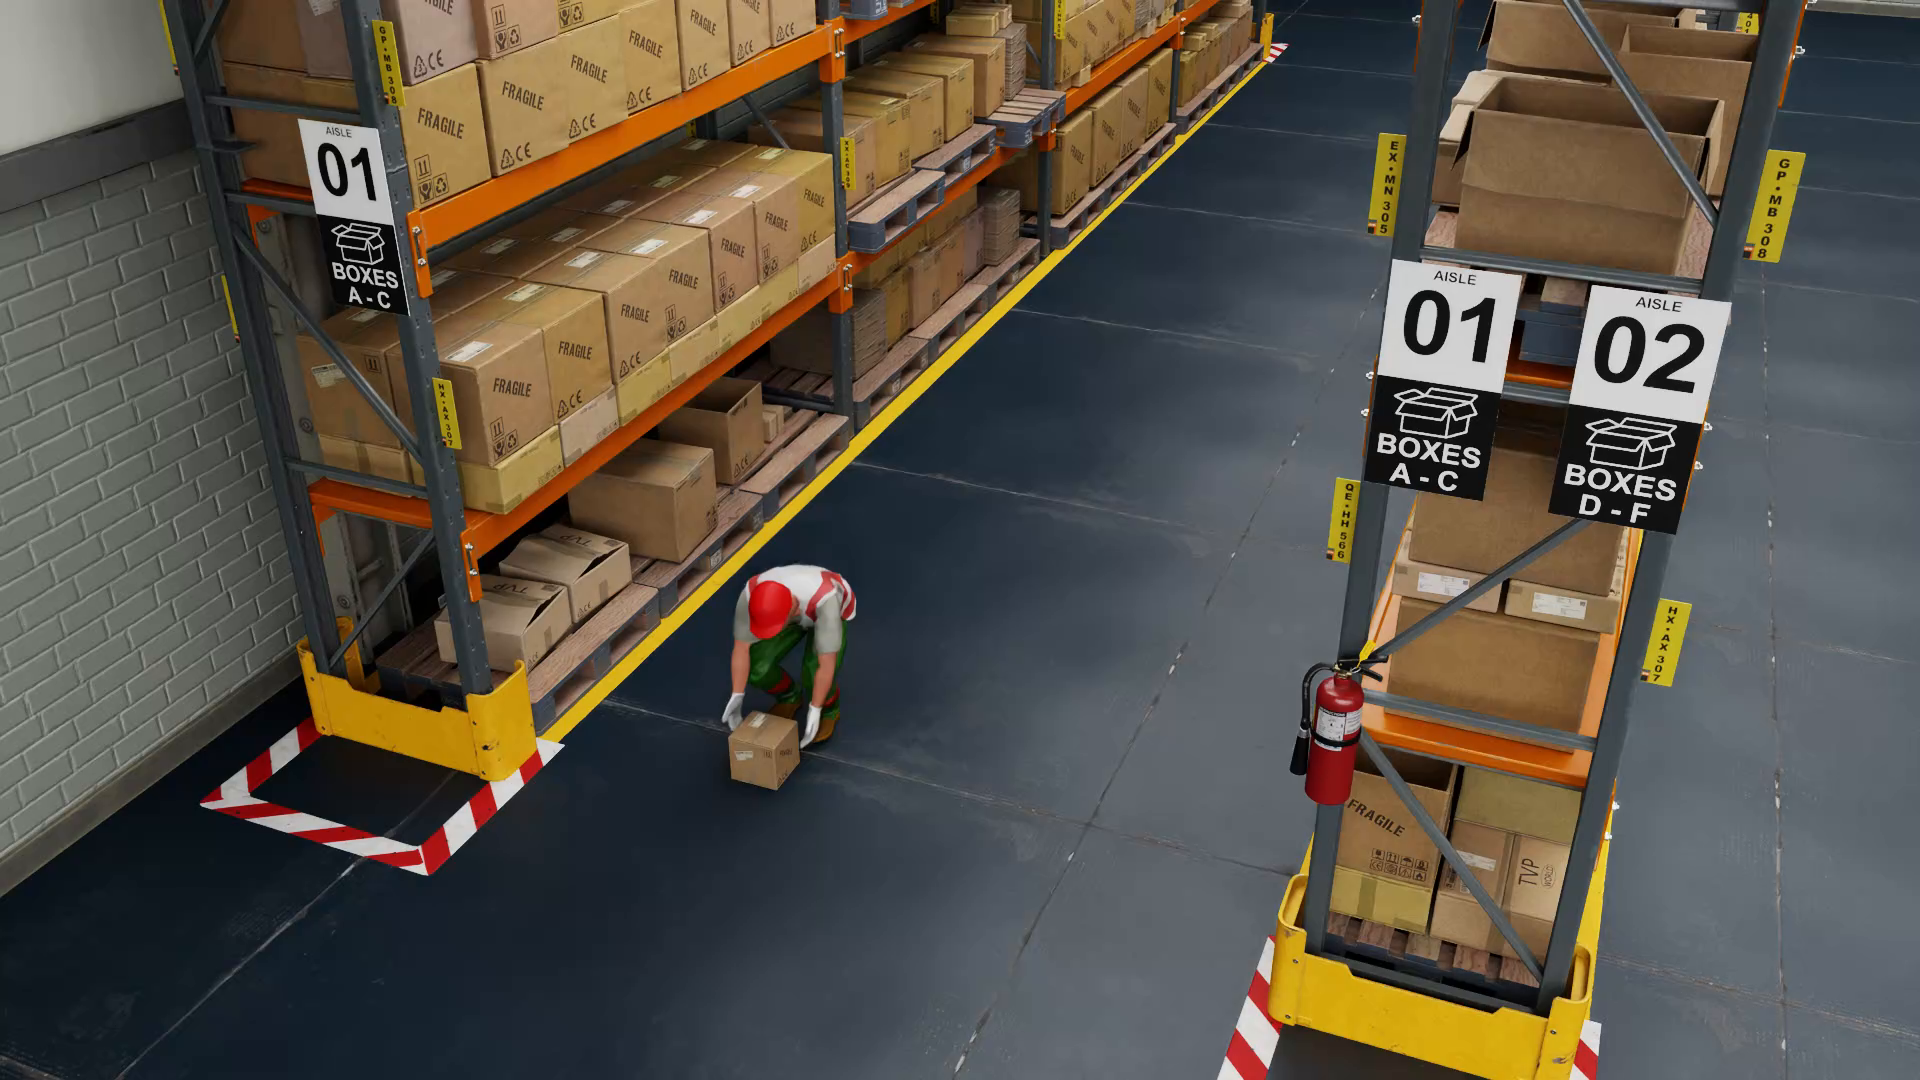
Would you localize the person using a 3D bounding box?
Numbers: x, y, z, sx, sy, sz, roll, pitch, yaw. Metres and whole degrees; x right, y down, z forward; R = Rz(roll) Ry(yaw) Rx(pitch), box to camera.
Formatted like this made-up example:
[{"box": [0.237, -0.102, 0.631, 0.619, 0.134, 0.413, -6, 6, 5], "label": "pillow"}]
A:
[{"box": [-0.791, 0.512, 8.208, 0.579, 1.065, 0.870, 11, 31, 19], "label": "person"}]
